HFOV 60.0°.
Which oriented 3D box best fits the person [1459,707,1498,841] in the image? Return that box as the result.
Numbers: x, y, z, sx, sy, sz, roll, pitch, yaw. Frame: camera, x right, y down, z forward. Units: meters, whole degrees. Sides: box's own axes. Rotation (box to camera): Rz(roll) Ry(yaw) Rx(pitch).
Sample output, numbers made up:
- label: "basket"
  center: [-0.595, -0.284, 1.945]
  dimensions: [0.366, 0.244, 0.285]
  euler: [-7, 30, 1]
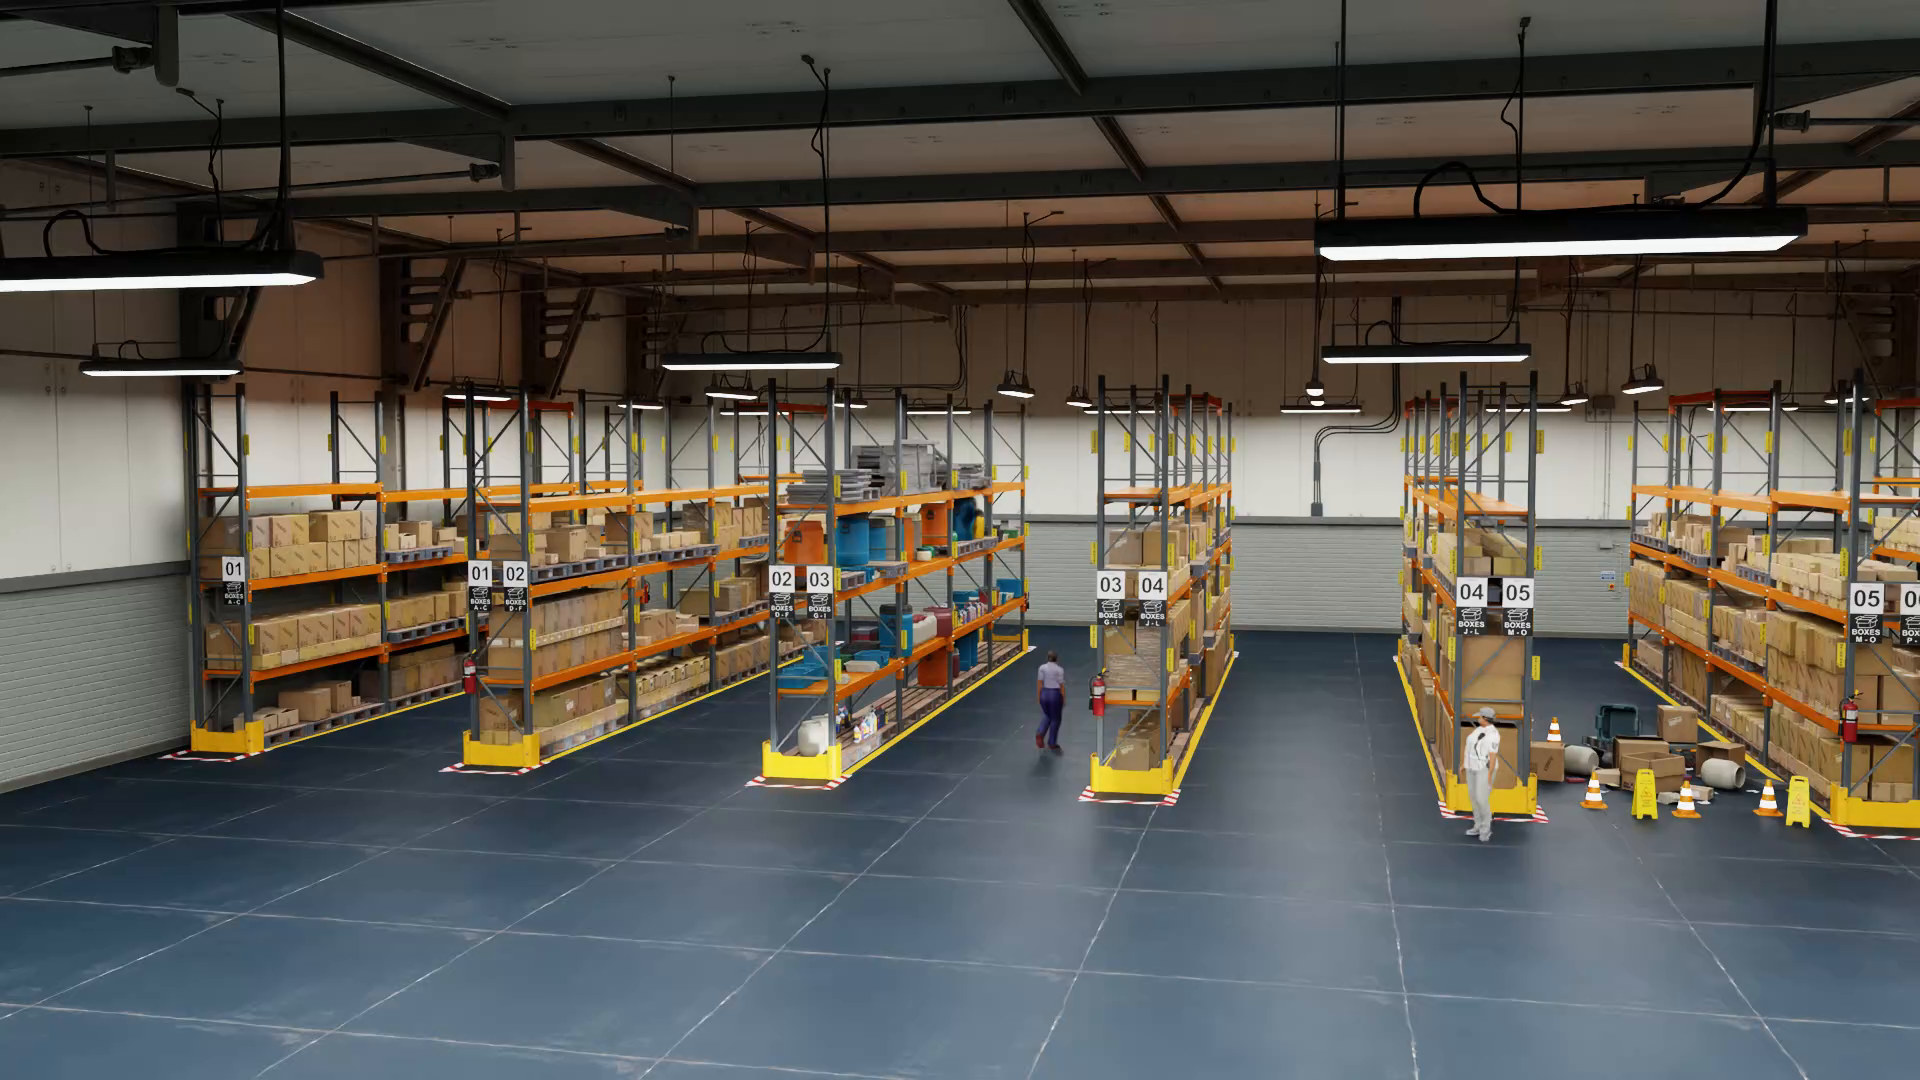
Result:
- label: "person"
  center: [6.631, 3.003, 21.258]
  dimensions: [0.419, 1.754, 0.528]
  euler: [-2, 4, -27]

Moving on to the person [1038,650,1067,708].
- label: "person"
  center: [1.531, 2.273, 27.250]
  dimensions: [0.479, 0.964, 0.332]
  euler: [3, 4, 43]
